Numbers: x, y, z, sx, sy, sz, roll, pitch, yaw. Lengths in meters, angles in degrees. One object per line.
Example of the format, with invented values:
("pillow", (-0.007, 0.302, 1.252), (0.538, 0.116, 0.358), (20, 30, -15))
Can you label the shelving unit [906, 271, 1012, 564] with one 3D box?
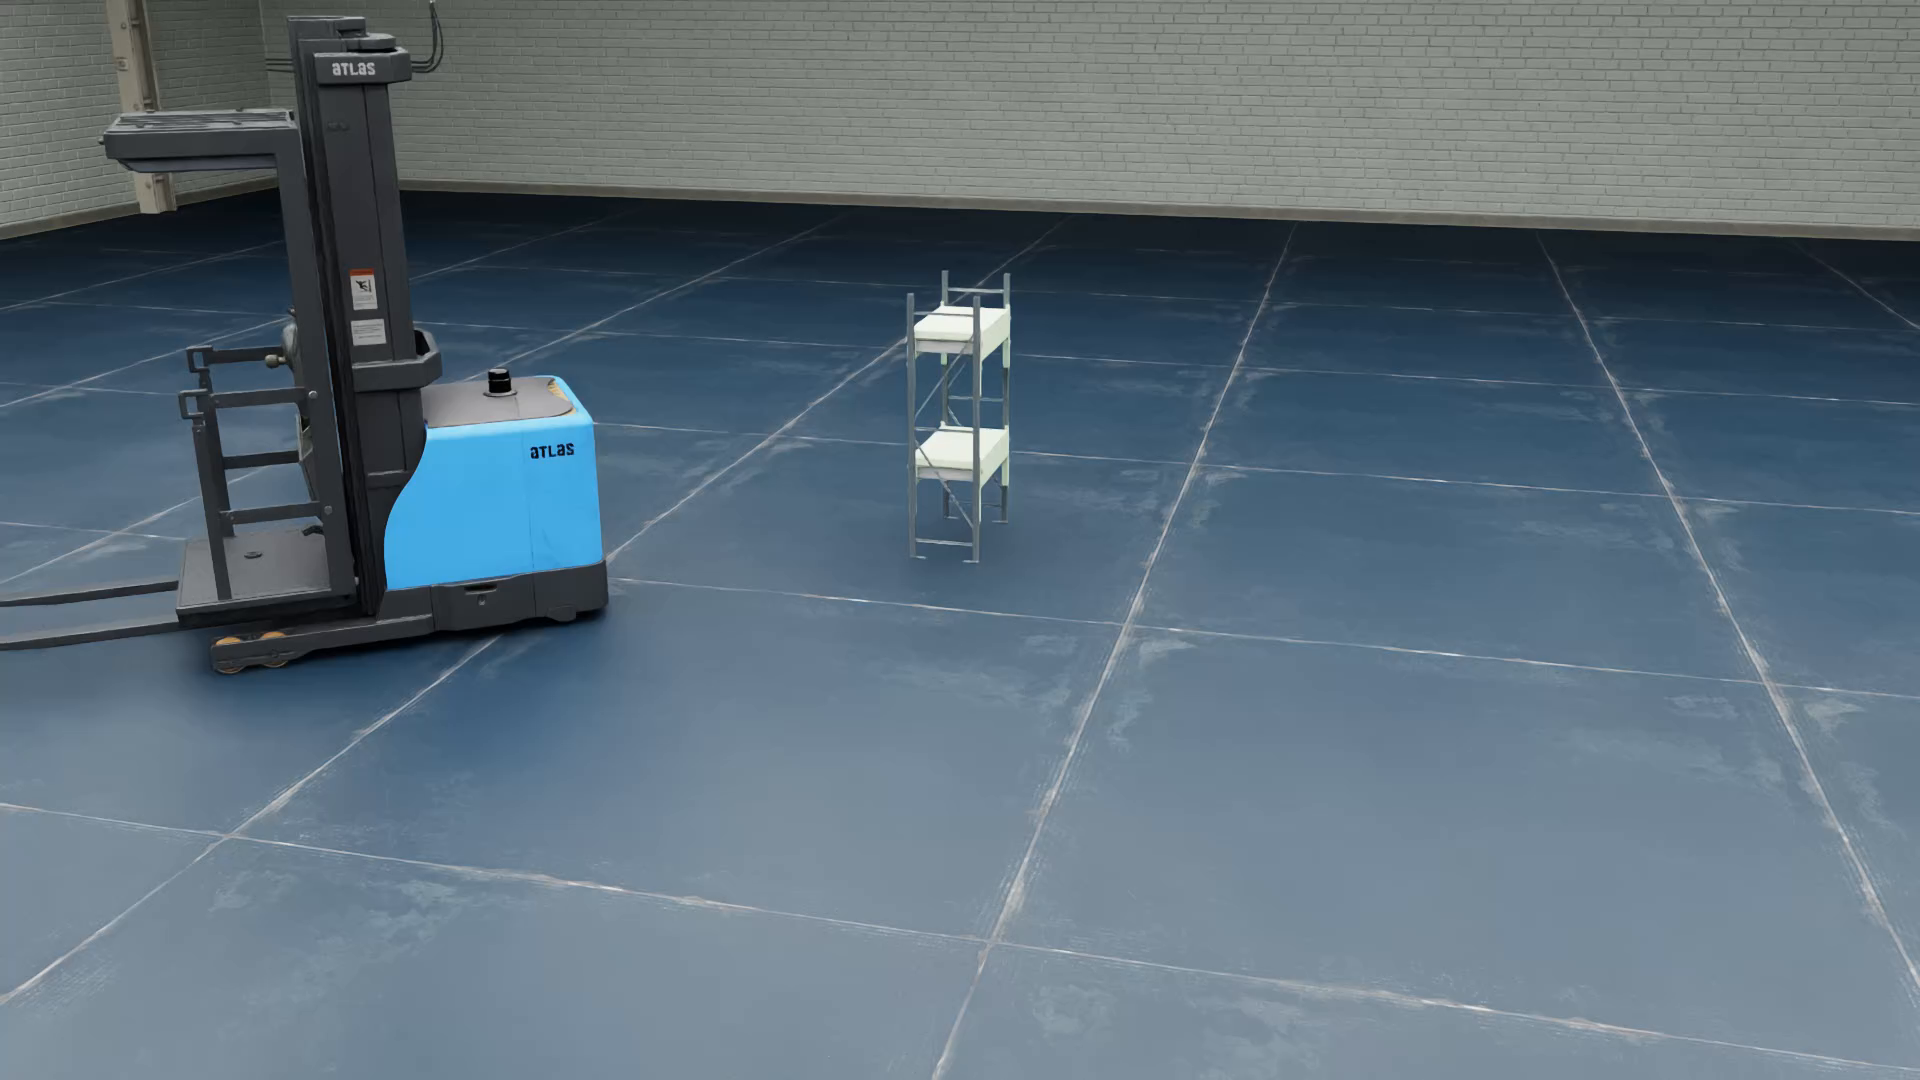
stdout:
("shelving unit", (0.002, -0.712, 9.451), (0.431, 1.500, 0.755), (5, 19, 13))

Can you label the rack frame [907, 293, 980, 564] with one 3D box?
("rack frame", (-0.088, -0.597, 9.115), (0.400, 1.500, 0.023), (5, 19, 13))

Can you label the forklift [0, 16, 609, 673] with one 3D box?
("forklift", (-3.370, -0.951, 7.936), (3.031, 2.935, 1.130), (-7, 20, -21))

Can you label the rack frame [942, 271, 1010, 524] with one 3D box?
("rack frame", (0.091, -0.827, 9.787), (0.400, 1.500, 0.023), (5, 19, 13))

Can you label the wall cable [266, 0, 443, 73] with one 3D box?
("wall cable", (-9.078, -8.148, 24.424), (3.097, 2.526, 0.112), (5, 19, 13))

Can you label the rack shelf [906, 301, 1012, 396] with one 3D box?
("rack shelf", (0.002, -1.081, 9.325), (0.431, 0.370, 0.720), (5, 19, 13))

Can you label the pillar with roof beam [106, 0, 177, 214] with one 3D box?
("pillar with roof beam", (-6.905, -8.458, 20.529), (9.100, 9.000, 0.400), (5, 19, 13))

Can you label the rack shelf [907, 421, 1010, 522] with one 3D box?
("rack shelf", (0.002, -0.403, 9.557), (0.431, 0.370, 0.720), (5, 19, 13))
